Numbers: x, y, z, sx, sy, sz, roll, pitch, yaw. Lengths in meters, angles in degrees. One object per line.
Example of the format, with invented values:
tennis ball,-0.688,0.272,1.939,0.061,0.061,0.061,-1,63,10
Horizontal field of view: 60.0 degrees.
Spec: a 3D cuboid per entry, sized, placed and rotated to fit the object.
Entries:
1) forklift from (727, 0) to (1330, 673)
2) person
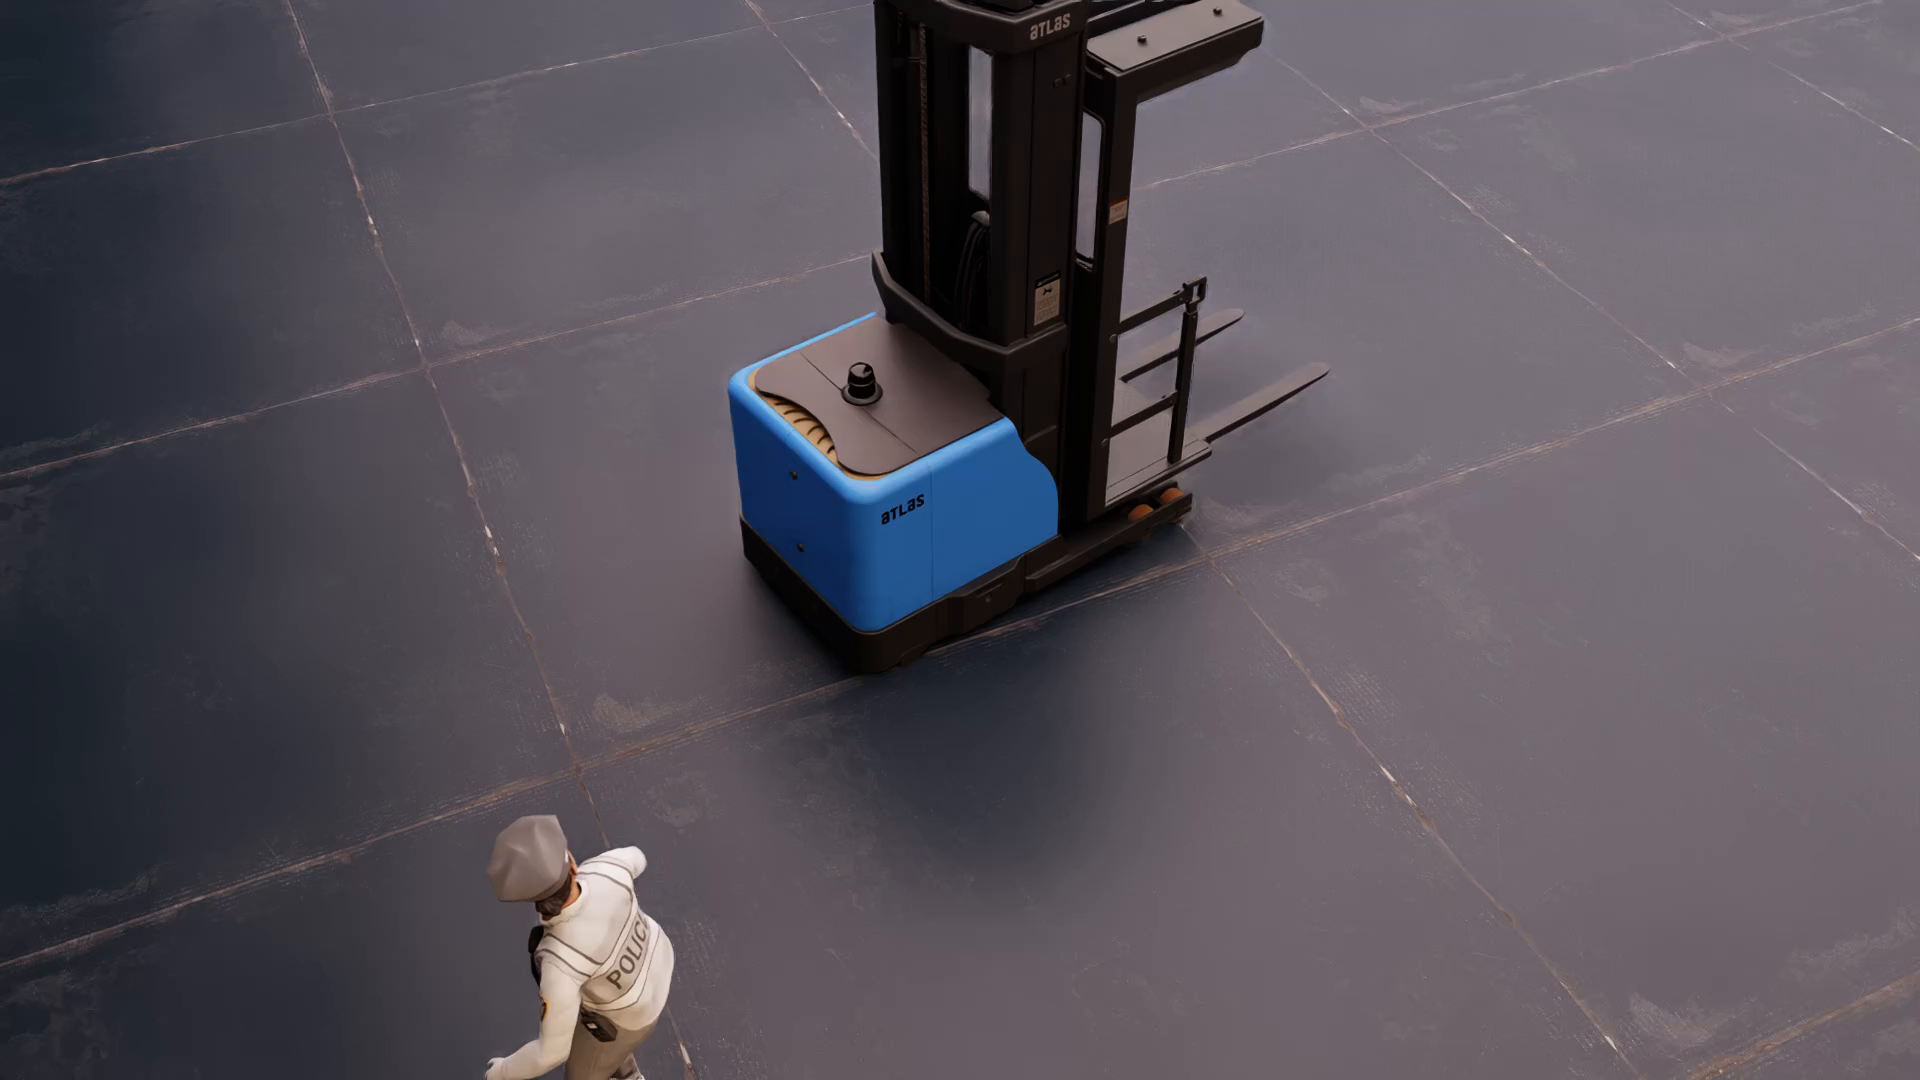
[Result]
forklift,0.479,-1.333,7.109,3.031,2.935,1.130,-28,50,-26
person,-1.149,1.420,5.141,0.505,1.627,0.727,4,43,5
